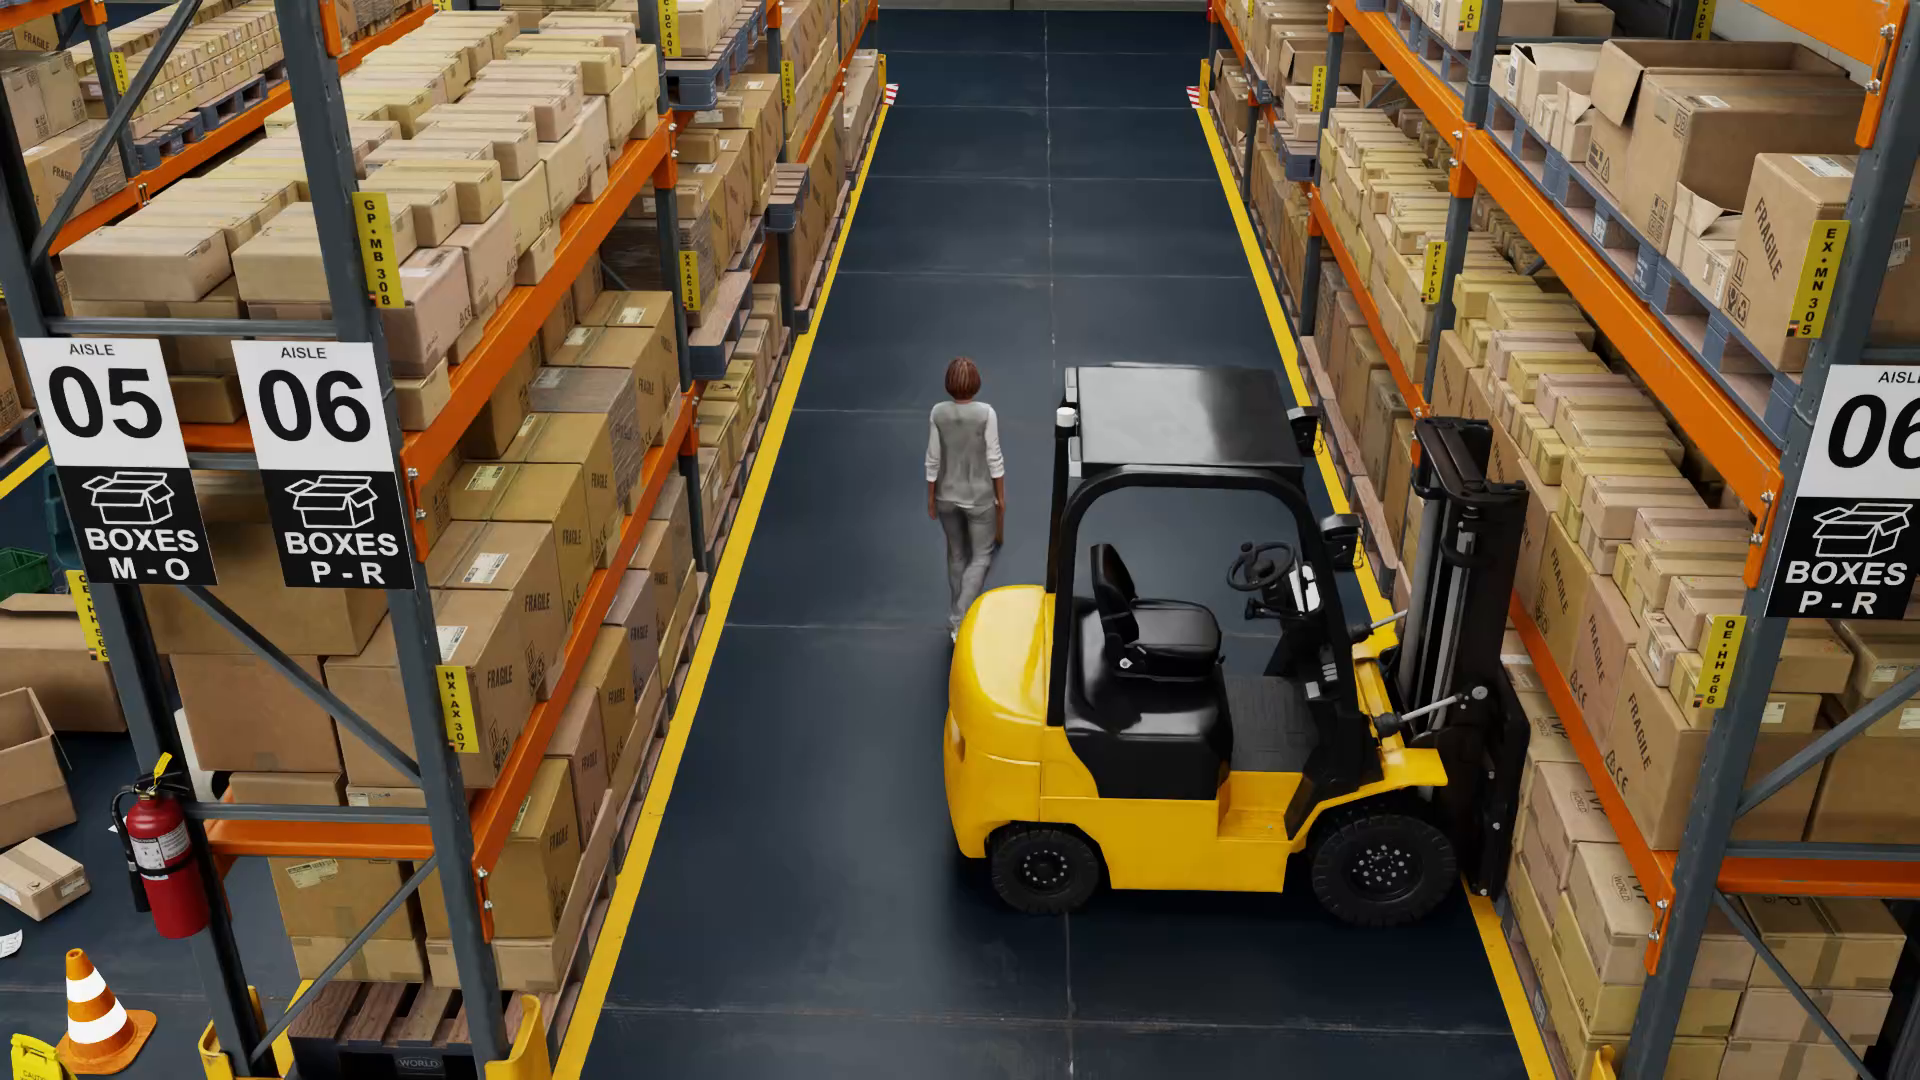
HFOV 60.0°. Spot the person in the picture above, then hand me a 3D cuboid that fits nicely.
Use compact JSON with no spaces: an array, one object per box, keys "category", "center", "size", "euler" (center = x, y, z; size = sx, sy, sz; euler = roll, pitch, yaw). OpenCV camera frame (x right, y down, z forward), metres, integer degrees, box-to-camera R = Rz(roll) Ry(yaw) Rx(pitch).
[{"category":"person","center":[0.014,-0.204,9.010],"size":[0.441,1.591,0.524],"euler":[8,29,15]}]
